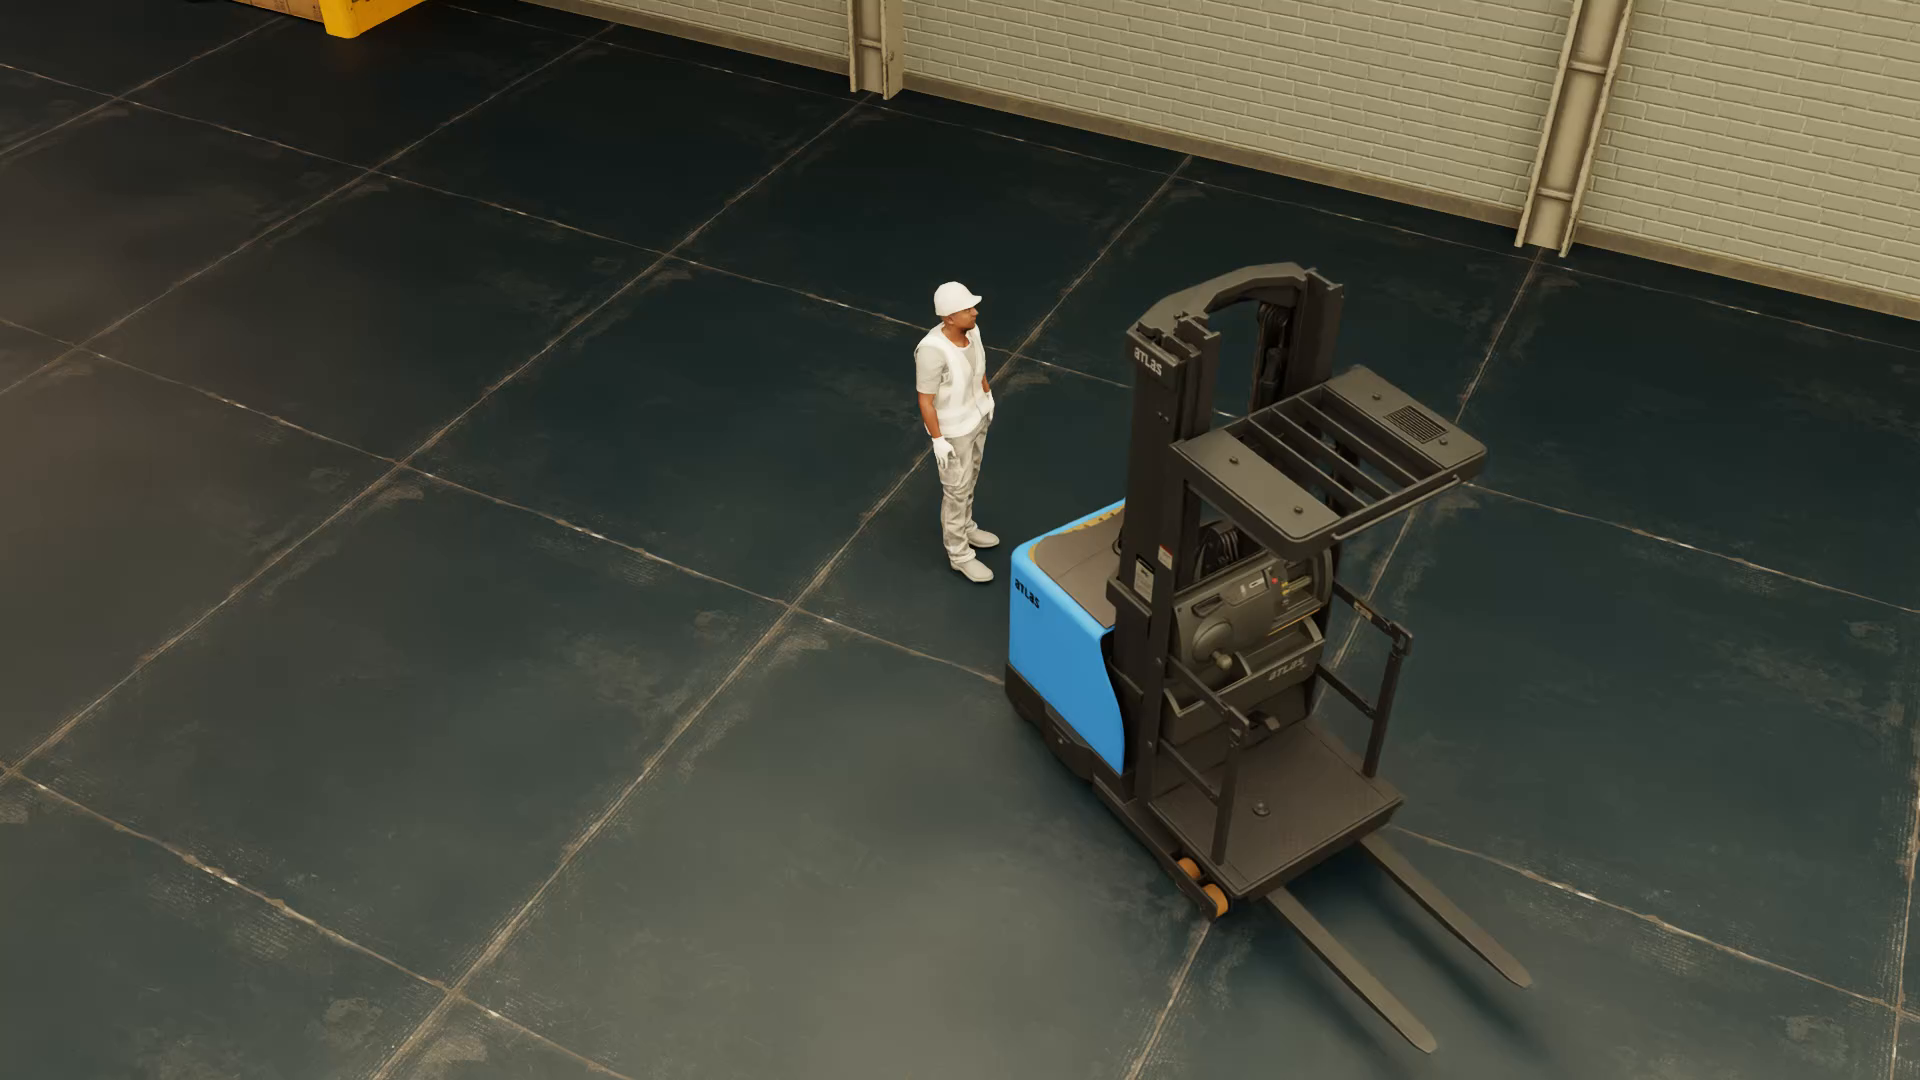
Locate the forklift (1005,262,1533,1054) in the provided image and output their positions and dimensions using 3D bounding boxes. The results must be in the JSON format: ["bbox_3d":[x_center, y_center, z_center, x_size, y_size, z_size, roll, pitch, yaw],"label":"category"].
[{"bbox_3d":[1.482,0.361,7.558,1.130,2.935,3.031,-23,45,-25],"label":"forklift"}]

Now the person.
[{"bbox_3d":[0.061,-0.661,9.652,0.575,1.784,0.656,18,43,21],"label":"person"}]
